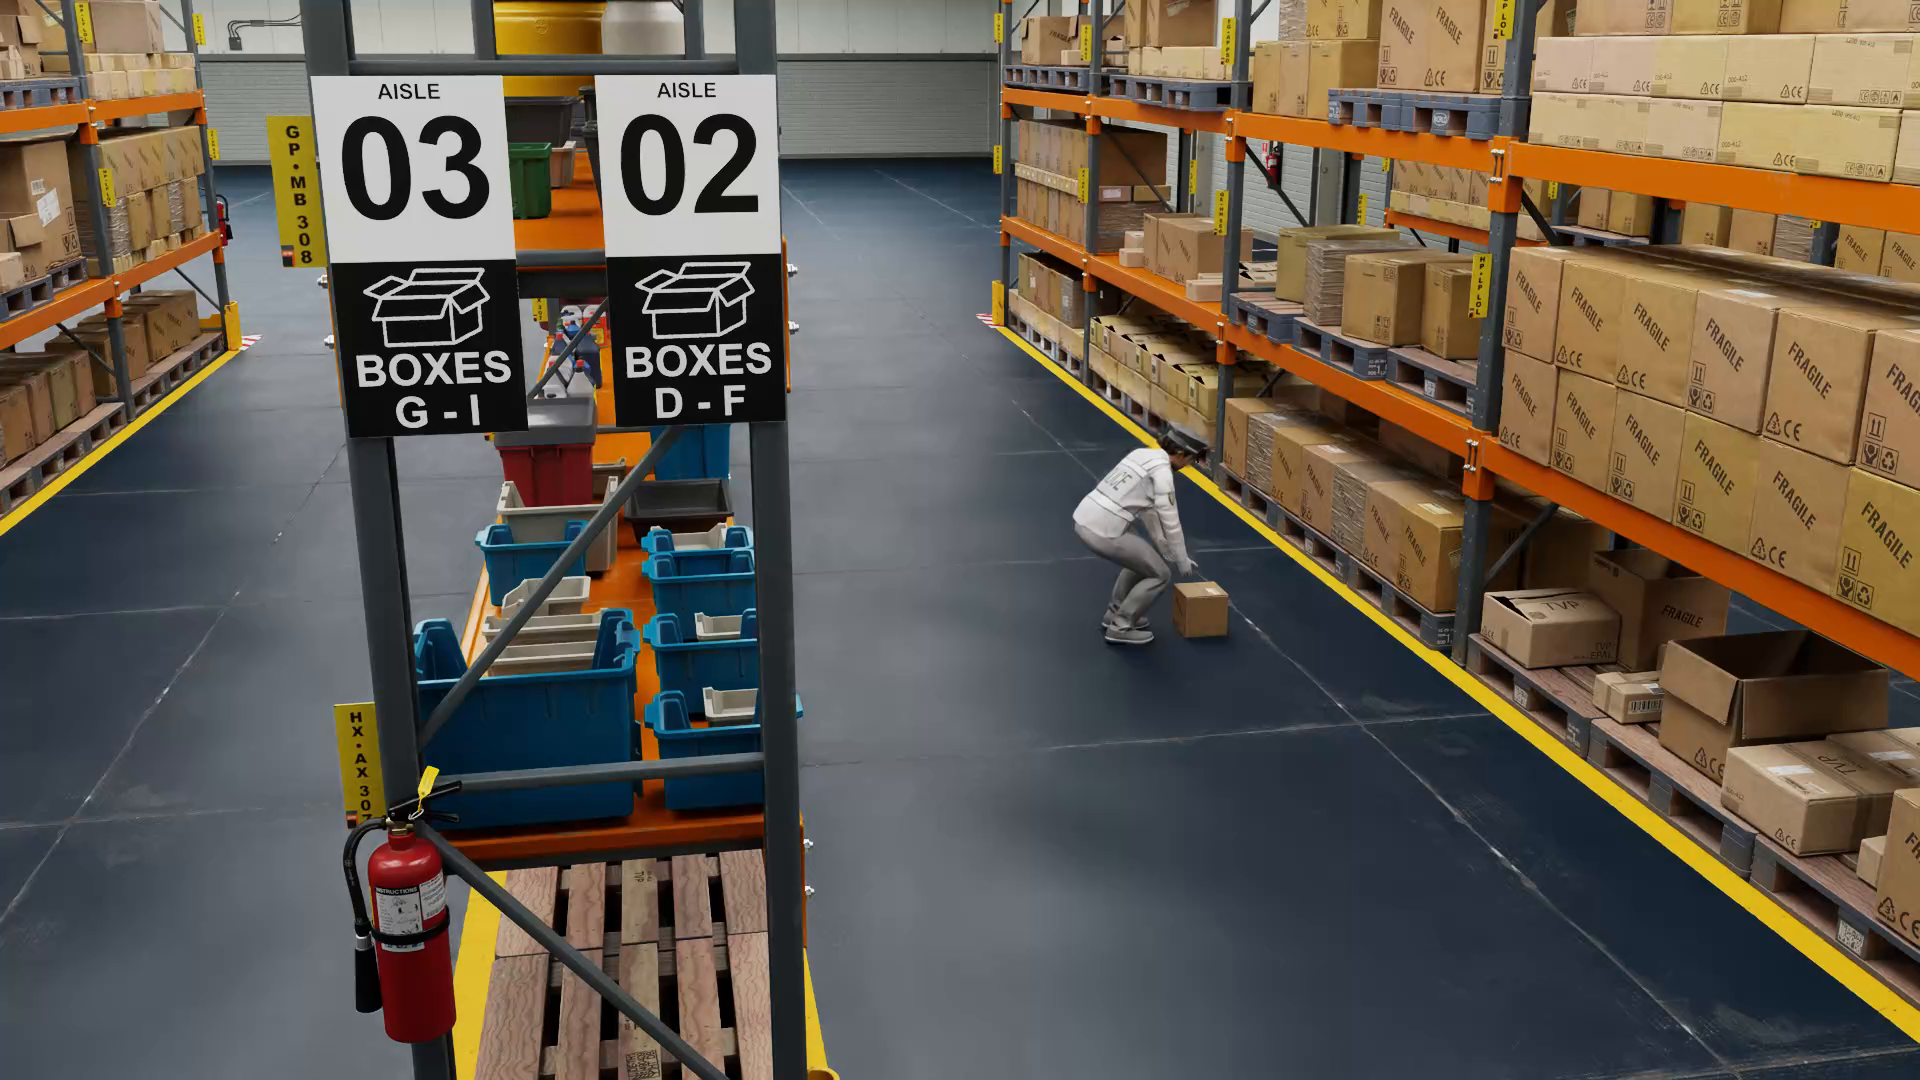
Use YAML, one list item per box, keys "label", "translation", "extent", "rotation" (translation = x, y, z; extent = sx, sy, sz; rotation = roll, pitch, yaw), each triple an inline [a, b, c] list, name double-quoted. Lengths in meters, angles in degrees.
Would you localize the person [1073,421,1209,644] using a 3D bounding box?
- label: "person"
  translation: [1.025, -0.056, 9.493]
  extent: [0.776, 1.235, 0.529]
  rotation: [-3, 17, -10]
